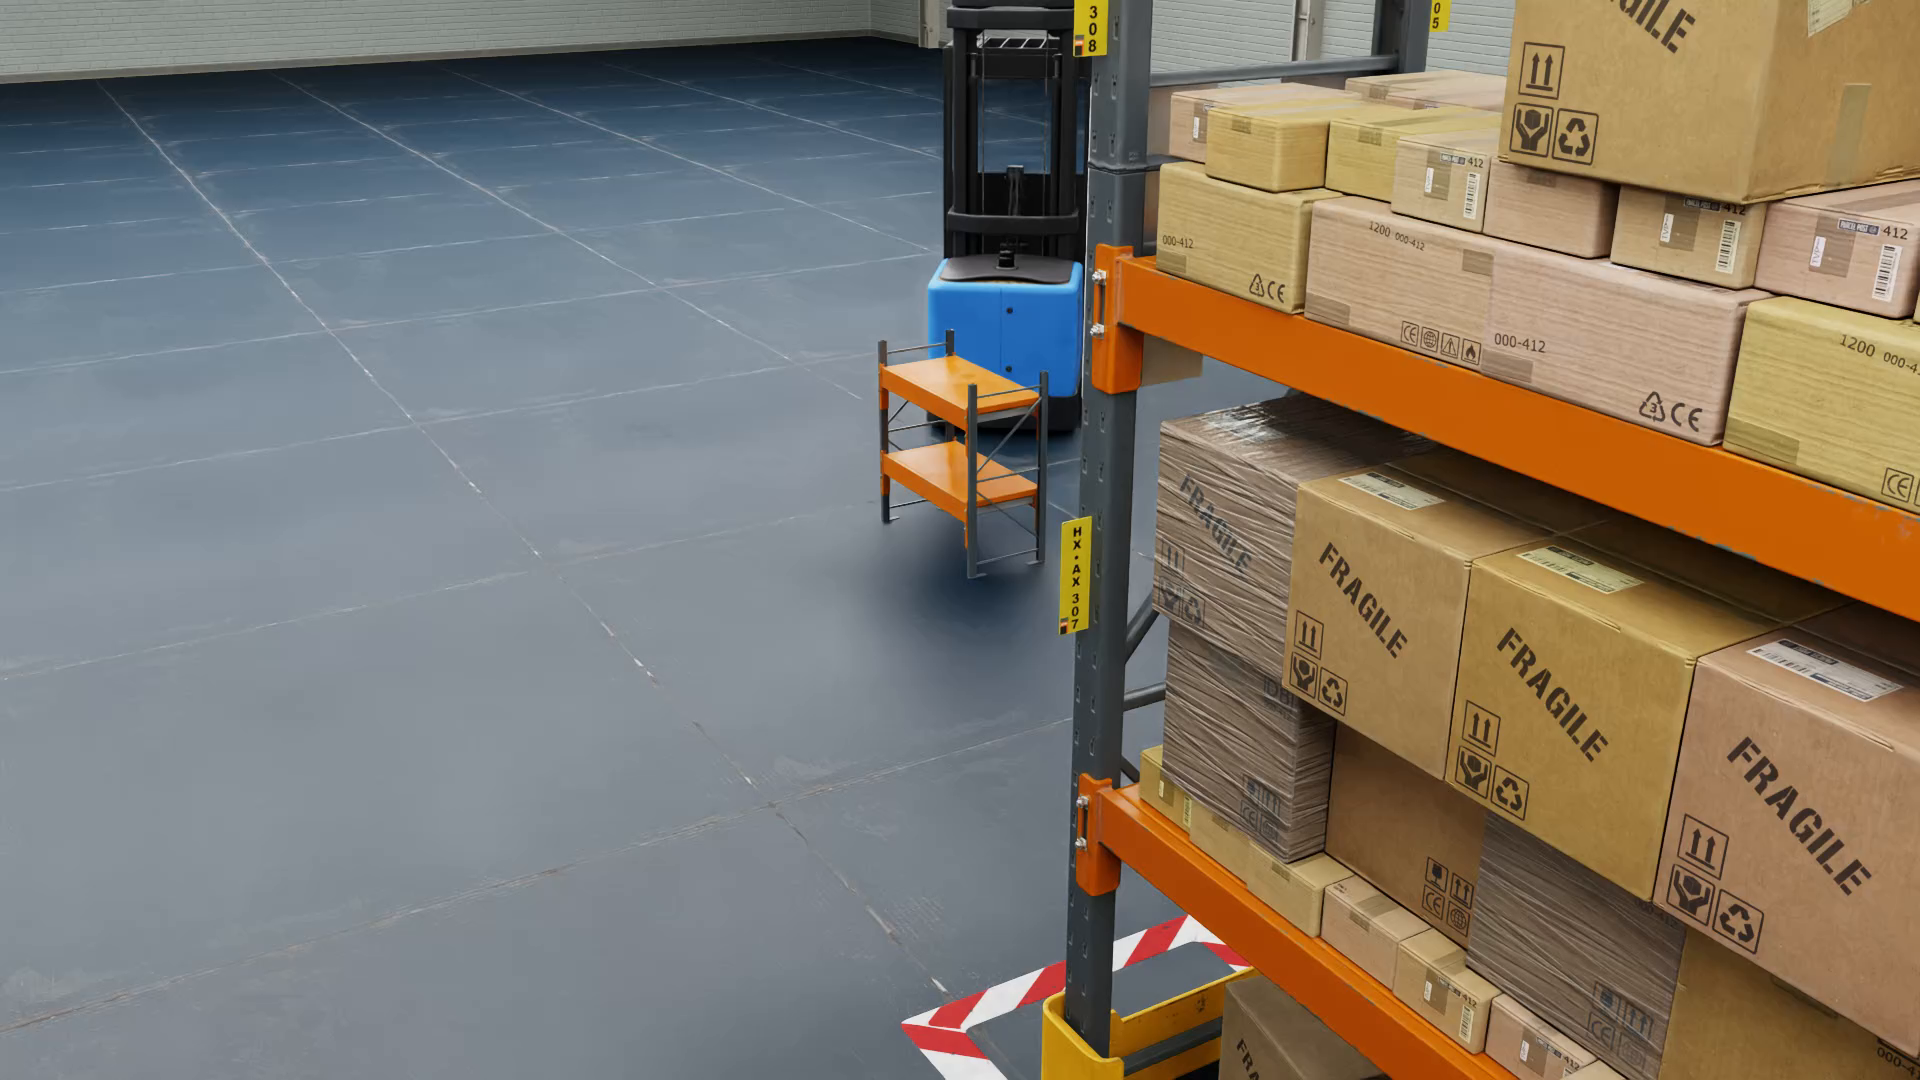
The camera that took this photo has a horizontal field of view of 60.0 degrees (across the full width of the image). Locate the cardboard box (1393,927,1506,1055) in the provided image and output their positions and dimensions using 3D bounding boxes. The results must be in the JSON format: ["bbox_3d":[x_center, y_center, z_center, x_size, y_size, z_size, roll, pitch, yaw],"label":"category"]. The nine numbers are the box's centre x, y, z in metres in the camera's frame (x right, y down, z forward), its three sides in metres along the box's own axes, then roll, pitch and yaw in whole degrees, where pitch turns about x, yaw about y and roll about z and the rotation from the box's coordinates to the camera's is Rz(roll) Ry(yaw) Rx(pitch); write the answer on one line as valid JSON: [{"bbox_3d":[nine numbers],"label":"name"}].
[{"bbox_3d":[1.211,0.975,3.762,0.380,0.149,0.250,-13,25,-28],"label":"cardboard box"}]

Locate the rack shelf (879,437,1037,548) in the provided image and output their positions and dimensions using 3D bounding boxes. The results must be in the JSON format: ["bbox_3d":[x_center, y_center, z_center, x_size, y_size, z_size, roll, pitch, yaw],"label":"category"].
[{"bbox_3d":[0.003,-0.292,9.686,0.538,0.278,1.000,-13,25,-28],"label":"rack shelf"}]

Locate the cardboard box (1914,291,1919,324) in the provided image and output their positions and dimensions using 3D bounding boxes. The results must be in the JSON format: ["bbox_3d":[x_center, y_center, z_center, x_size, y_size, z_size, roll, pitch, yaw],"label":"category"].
[{"bbox_3d":[1.666,-0.396,2.489,0.380,0.149,0.250,-14,26,-30],"label":"cardboard box"}]

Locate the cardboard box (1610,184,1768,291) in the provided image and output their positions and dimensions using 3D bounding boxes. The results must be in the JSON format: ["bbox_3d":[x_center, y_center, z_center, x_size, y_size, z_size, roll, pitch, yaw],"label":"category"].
[{"bbox_3d":[1.354,-0.551,2.869,0.380,0.149,0.250,-14,26,-31],"label":"cardboard box"}]

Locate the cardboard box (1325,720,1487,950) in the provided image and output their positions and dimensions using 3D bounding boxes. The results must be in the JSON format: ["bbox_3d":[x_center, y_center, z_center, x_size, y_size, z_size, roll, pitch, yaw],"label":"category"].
[{"bbox_3d":[1.393,0.531,3.994,0.875,0.500,0.500,-13,25,-28],"label":"cardboard box"}]

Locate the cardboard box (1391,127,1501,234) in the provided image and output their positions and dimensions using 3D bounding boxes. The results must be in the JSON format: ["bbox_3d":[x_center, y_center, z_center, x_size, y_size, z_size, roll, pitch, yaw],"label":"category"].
[{"bbox_3d":[1.081,-0.716,3.275,0.380,0.149,0.250,-12,25,-26],"label":"cardboard box"}]

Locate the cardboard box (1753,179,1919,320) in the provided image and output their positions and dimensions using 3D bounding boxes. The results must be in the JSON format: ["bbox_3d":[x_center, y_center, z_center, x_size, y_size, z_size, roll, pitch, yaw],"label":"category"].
[{"bbox_3d":[1.522,-0.479,2.692,0.380,0.149,0.250,-13,25,-29],"label":"cardboard box"}]

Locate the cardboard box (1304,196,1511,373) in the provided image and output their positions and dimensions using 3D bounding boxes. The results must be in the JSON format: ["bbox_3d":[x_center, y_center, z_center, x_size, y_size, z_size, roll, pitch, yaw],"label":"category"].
[{"bbox_3d":[1.070,-0.556,3.411,0.500,0.250,0.500,-13,26,-29],"label":"cardboard box"}]

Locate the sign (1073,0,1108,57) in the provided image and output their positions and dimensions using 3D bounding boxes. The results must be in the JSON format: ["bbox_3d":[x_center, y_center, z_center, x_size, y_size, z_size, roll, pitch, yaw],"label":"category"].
[{"bbox_3d":[0.311,-1.297,3.875,0.100,0.325,0.005,-13,25,-28],"label":"sign"}]

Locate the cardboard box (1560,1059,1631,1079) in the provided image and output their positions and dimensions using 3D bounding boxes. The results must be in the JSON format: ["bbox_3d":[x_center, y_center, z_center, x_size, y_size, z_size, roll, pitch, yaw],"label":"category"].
[{"bbox_3d":[1.401,1.152,3.328,0.380,0.149,0.250,-13,25,-28],"label":"cardboard box"}]

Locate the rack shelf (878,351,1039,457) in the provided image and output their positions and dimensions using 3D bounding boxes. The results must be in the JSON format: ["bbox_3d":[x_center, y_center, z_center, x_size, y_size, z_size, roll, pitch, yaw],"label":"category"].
[{"bbox_3d":[0.003,-0.790,9.484,0.538,0.278,1.000,-13,25,-28],"label":"rack shelf"}]

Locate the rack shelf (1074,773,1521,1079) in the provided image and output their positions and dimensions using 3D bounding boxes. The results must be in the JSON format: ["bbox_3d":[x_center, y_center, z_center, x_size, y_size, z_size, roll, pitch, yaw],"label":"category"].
[{"bbox_3d":[1.799,1.374,3.404,1.077,0.370,4.000,-13,25,-28],"label":"rack shelf"}]

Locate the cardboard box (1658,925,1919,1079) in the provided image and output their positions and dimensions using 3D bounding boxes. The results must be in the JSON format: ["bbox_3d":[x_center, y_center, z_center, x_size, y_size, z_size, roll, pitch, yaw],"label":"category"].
[{"bbox_3d":[1.857,0.865,3.171,0.875,0.500,0.500,-13,25,-28],"label":"cardboard box"}]

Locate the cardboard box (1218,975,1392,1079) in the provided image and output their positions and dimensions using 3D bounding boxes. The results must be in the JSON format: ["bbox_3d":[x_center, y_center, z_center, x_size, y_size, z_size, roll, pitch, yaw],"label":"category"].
[{"bbox_3d":[1.082,1.562,4.747,0.500,0.500,0.500,-8,23,-18],"label":"cardboard box"}]

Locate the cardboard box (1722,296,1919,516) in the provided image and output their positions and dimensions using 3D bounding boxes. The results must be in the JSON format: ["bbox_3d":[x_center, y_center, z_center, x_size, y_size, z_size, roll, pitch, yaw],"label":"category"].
[{"bbox_3d":[1.590,-0.227,2.602,0.500,0.250,0.500,-12,25,-27],"label":"cardboard box"}]

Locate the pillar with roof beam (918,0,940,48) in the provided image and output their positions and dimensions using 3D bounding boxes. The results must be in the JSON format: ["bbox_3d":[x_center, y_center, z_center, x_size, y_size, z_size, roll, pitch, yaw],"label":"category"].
[{"bbox_3d":[-4.372,-14.067,32.470,9.100,9.000,0.400,-13,25,-28],"label":"pillar with roof beam"}]

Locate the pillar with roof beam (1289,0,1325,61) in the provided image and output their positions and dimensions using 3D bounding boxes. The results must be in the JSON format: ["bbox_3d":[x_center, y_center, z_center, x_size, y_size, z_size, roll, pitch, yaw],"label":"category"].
[{"bbox_3d":[1.758,-10.183,22.913,9.100,9.000,0.400,-13,25,-28],"label":"pillar with roof beam"}]

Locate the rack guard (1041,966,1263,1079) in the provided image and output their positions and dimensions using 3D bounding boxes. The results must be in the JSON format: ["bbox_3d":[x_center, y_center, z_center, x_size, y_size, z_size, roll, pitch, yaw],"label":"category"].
[{"bbox_3d":[0.816,1.576,5.271,1.175,0.500,0.348,-13,25,-28],"label":"rack guard"}]

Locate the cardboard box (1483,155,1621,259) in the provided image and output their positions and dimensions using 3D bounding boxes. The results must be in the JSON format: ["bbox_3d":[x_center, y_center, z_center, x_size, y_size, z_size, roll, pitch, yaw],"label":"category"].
[{"bbox_3d":[1.202,-0.636,3.079,0.380,0.149,0.250,-13,25,-28],"label":"cardboard box"}]

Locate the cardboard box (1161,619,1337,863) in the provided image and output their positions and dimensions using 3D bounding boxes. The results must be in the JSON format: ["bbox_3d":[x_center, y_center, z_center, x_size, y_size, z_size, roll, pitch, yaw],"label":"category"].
[{"bbox_3d":[1.035,0.392,4.335,0.875,0.500,0.500,-13,25,-28],"label":"cardboard box"}]

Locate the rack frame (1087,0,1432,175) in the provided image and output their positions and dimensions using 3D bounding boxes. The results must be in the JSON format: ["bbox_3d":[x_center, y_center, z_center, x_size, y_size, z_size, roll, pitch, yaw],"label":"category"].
[{"bbox_3d":[0.777,-2.386,3.731,1.000,3.000,0.127,-13,25,-28],"label":"rack frame"}]

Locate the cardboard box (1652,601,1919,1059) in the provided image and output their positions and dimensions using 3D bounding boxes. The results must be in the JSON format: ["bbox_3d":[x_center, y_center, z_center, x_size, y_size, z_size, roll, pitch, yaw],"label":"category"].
[{"bbox_3d":[1.590,0.462,2.836,0.500,0.500,0.500,-13,25,-28],"label":"cardboard box"}]

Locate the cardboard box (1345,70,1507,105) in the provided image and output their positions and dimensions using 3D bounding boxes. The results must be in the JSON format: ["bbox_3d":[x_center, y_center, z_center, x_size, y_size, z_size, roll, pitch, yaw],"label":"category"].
[{"bbox_3d":[1.187,-1.082,4.176,0.380,0.149,0.250,-13,25,-28],"label":"cardboard box"}]

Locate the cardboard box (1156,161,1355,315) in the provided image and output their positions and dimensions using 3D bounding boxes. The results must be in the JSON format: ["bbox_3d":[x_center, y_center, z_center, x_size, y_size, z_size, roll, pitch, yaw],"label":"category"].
[{"bbox_3d":[0.801,-0.721,3.818,0.500,0.250,0.500,-12,25,-27],"label":"cardboard box"}]

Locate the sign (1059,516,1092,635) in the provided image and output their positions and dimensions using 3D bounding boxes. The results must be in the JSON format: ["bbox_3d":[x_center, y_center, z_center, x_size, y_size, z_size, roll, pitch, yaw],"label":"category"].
[{"bbox_3d":[0.311,0.096,4.441,0.100,0.325,0.005,-13,25,-28],"label":"sign"}]

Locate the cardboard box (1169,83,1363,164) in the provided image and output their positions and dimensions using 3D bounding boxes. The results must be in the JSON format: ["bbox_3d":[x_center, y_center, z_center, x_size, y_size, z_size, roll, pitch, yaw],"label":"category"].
[{"bbox_3d":[0.719,-0.978,3.921,0.380,0.149,0.250,-13,25,-29],"label":"cardboard box"}]

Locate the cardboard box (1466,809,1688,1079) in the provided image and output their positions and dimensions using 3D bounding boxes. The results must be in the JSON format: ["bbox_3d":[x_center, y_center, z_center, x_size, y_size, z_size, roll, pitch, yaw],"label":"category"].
[{"bbox_3d":[1.611,0.701,3.575,0.875,0.500,0.500,-13,25,-28],"label":"cardboard box"}]

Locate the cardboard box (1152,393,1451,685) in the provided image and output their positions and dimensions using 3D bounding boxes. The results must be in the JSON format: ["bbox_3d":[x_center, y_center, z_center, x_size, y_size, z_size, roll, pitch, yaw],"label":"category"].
[{"bbox_3d":[0.824,-0.024,4.031,0.500,0.500,0.500,-13,25,-28],"label":"cardboard box"}]

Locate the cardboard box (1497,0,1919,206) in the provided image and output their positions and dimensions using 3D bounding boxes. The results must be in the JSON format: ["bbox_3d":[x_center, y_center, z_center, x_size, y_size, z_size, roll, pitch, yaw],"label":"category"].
[{"bbox_3d":[1.303,-0.880,2.817,0.500,0.500,0.500,-13,25,-28],"label":"cardboard box"}]

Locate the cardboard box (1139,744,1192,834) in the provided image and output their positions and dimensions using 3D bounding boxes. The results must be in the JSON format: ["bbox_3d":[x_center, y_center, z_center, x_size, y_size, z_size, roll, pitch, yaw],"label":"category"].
[{"bbox_3d":[0.718,0.648,4.568,0.380,0.149,0.250,-13,25,-28],"label":"cardboard box"}]

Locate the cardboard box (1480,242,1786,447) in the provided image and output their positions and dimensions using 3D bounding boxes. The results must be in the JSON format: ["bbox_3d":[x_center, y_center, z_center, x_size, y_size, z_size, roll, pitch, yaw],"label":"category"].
[{"bbox_3d":[1.319,-0.395,3.014,0.500,0.250,0.500,-13,25,-28],"label":"cardboard box"}]

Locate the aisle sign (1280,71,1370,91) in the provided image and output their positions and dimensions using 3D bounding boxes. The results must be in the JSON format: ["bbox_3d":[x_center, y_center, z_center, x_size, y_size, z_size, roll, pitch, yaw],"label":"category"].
[{"bbox_3d":[1.003,-0.889,4.563,0.394,0.787,0.004,-13,25,-28],"label":"aisle sign"}]

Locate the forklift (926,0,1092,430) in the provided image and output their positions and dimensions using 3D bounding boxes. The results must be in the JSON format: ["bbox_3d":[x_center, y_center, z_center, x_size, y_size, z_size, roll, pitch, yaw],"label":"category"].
[{"bbox_3d":[0.450,-2.632,12.394,1.130,2.935,3.031,3,22,6],"label":"forklift"}]

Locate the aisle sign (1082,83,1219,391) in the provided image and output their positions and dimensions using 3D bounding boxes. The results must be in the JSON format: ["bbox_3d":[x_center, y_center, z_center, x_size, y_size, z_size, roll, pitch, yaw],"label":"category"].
[{"bbox_3d":[0.488,-0.774,4.279,0.394,0.787,0.004,-13,25,-28],"label":"aisle sign"}]

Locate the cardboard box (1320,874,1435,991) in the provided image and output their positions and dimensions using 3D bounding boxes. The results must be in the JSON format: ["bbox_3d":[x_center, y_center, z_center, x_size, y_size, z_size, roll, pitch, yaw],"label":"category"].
[{"bbox_3d":[1.089,0.893,3.965,0.380,0.149,0.250,-13,25,-28],"label":"cardboard box"}]

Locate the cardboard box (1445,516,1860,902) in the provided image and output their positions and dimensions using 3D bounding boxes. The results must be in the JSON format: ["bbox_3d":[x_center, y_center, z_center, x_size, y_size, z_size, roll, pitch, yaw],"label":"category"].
[{"bbox_3d":[1.330,0.301,3.232,0.500,0.500,0.500,-13,25,-28],"label":"cardboard box"}]

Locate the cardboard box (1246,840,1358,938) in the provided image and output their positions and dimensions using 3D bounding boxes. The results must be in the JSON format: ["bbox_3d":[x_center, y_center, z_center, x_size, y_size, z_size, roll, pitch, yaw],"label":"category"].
[{"bbox_3d":[0.944,0.816,4.154,0.380,0.149,0.250,-13,25,-28],"label":"cardboard box"}]

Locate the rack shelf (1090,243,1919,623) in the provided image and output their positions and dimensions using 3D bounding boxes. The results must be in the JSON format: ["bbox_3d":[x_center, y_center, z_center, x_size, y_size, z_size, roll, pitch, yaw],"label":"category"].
[{"bbox_3d":[1.799,-0.016,2.839,1.077,0.370,4.000,-13,25,-28],"label":"rack shelf"}]

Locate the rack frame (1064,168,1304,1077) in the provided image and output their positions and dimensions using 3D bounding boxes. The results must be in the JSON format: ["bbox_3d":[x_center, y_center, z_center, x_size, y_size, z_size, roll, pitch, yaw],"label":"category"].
[{"bbox_3d":[0.777,0.393,4.861,1.000,3.000,0.127,-13,25,-28],"label":"rack frame"}]

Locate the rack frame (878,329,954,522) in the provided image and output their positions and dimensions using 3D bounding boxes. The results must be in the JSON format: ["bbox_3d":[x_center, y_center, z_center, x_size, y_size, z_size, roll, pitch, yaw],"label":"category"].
[{"bbox_3d":[-0.256,-0.683,9.999,0.500,1.125,0.032,-13,25,-28],"label":"rack frame"}]

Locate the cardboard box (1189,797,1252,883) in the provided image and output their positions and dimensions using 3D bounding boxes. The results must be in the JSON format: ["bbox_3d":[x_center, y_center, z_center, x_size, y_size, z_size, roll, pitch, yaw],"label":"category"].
[{"bbox_3d":[0.829,0.732,4.360,0.380,0.149,0.250,-13,25,-28],"label":"cardboard box"}]

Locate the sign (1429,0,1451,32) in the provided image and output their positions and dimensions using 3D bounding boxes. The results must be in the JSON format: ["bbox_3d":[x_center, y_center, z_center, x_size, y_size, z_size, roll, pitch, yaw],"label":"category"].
[{"bbox_3d":[1.265,-1.507,4.376,0.100,0.325,0.005,-13,25,-28],"label":"sign"}]

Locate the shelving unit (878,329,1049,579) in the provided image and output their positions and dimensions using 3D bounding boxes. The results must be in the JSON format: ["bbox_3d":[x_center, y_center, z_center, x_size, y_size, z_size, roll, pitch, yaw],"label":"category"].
[{"bbox_3d":[0.003,-0.519,9.594,0.538,1.125,1.048,-13,25,-28],"label":"shelving unit"}]

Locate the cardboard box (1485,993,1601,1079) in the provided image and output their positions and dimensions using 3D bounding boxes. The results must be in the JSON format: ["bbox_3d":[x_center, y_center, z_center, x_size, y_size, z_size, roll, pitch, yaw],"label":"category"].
[{"bbox_3d":[1.362,1.051,3.576,0.380,0.149,0.250,-13,25,-28],"label":"cardboard box"}]

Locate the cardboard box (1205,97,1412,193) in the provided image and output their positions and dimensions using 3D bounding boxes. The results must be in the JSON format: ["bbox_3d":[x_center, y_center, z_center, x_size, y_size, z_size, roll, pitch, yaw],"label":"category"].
[{"bbox_3d":[0.768,-0.876,3.668,0.380,0.149,0.250,-12,25,-27],"label":"cardboard box"}]

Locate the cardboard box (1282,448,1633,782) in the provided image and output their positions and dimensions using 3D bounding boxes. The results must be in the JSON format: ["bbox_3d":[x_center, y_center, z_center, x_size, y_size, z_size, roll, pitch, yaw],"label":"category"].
[{"bbox_3d":[1.073,0.139,3.629,0.500,0.500,0.500,-13,25,-28],"label":"cardboard box"}]

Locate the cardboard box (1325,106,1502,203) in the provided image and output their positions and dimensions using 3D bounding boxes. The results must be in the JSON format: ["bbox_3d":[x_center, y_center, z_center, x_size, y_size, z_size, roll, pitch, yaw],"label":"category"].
[{"bbox_3d":[1.003,-0.818,3.526,0.380,0.149,0.250,-13,26,-29],"label":"cardboard box"}]

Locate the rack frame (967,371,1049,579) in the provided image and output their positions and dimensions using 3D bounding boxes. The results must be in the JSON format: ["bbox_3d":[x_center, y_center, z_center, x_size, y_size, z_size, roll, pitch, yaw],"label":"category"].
[{"bbox_3d":[0.263,-0.354,9.189,0.500,1.125,0.032,-13,25,-28],"label":"rack frame"}]

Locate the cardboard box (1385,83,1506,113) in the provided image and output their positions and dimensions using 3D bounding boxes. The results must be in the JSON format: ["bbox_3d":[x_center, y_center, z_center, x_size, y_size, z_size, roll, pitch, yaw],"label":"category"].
[{"bbox_3d":[1.219,-0.975,3.913,0.380,0.149,0.250,-14,26,-30],"label":"cardboard box"}]
